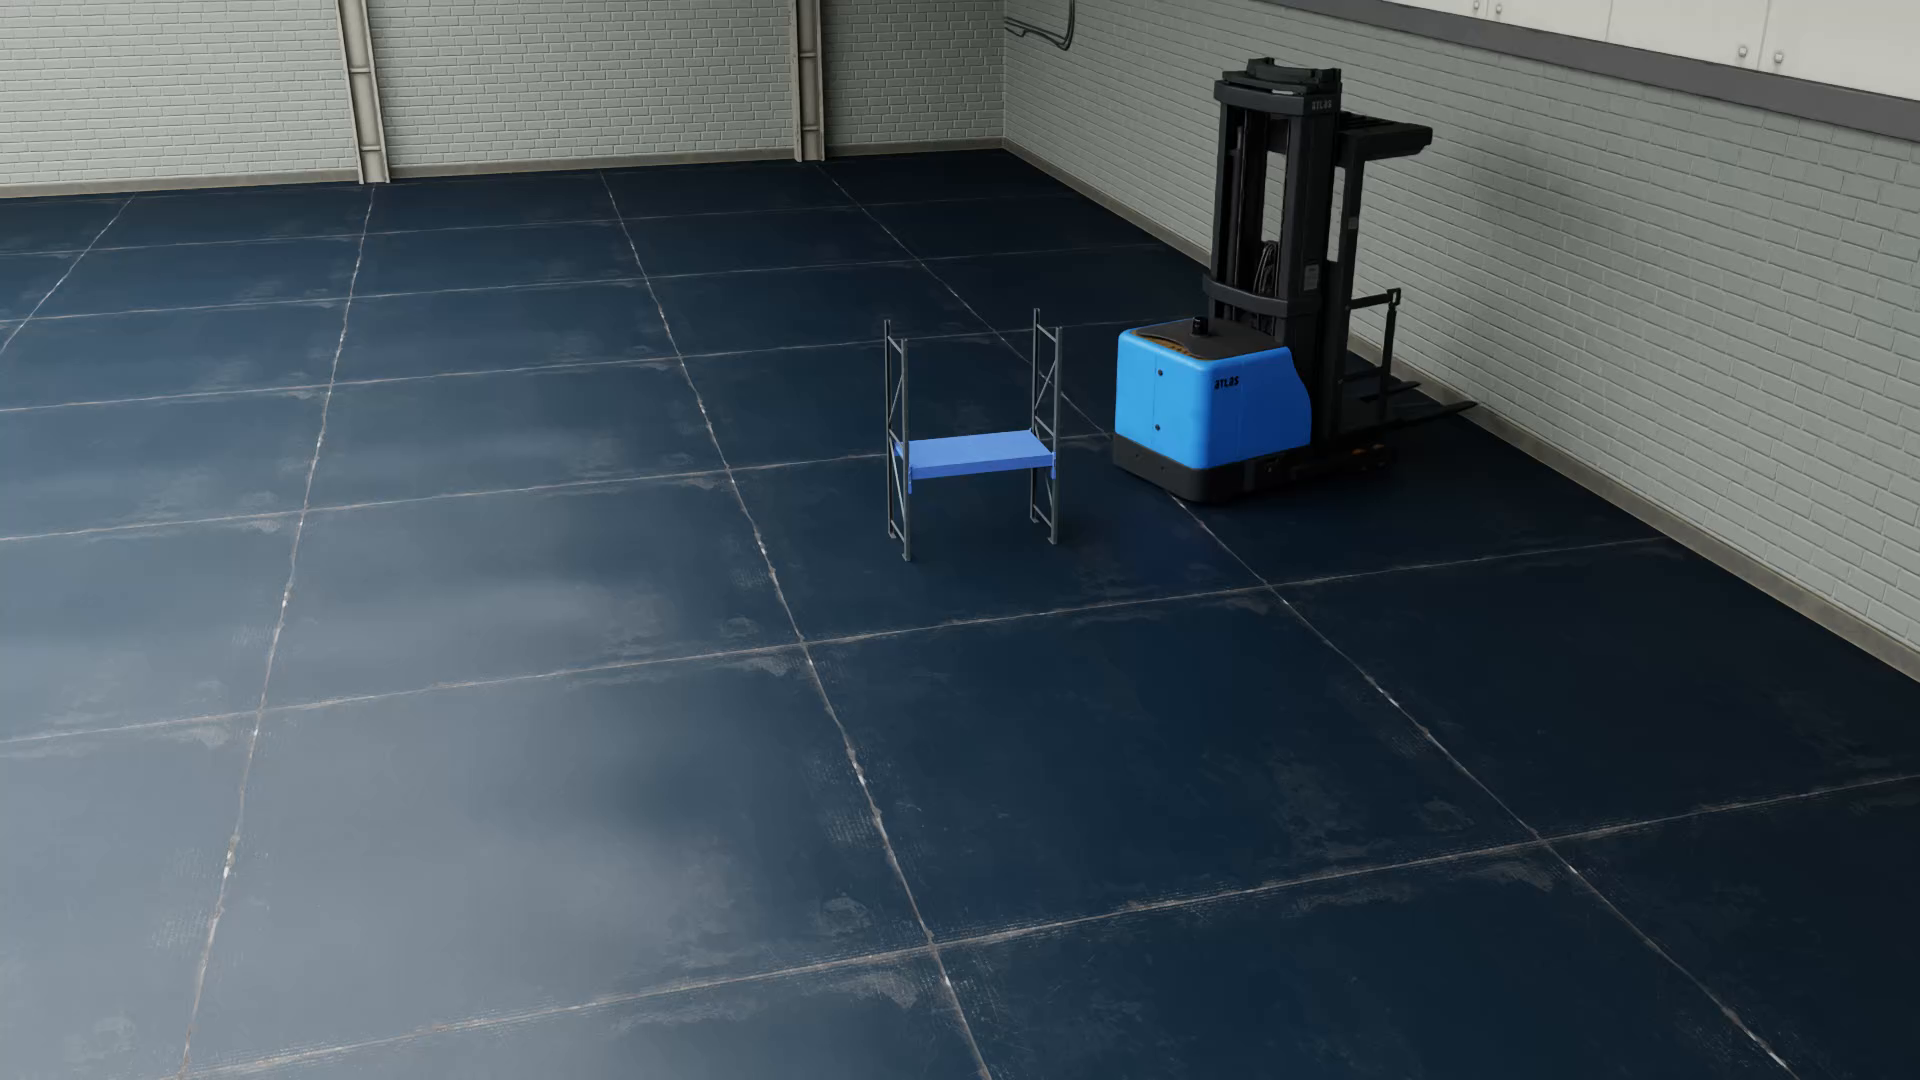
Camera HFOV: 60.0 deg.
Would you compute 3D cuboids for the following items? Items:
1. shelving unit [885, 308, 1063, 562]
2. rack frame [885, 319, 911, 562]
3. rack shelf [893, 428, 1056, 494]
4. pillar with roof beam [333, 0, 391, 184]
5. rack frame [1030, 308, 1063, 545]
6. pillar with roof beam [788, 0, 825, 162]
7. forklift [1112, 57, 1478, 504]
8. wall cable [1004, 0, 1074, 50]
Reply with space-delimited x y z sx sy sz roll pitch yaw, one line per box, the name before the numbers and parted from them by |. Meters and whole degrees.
shelving unit | 0.082 -0.698 10.975 1.048 1.500 0.538 -6 24 -14
rack frame | -0.407 -0.644 10.849 0.032 1.500 0.500 -6 24 -14
rack shelf | 0.082 -0.533 11.046 1.000 0.185 0.538 -6 24 -14
pillar with roof beam | -6.794 -7.385 17.049 0.400 9.000 9.100 -6 24 -14
rack frame | 0.572 -0.752 11.102 0.032 1.500 0.500 -6 24 -14
pillar with roof beam | -1.017 -8.024 18.538 0.400 9.000 9.100 -6 24 -14
forklift | 2.658 -2.024 12.249 3.031 2.935 1.130 -14 27 -29
wall cable | 1.014 -8.043 22.521 0.112 2.526 3.097 -6 24 -14
